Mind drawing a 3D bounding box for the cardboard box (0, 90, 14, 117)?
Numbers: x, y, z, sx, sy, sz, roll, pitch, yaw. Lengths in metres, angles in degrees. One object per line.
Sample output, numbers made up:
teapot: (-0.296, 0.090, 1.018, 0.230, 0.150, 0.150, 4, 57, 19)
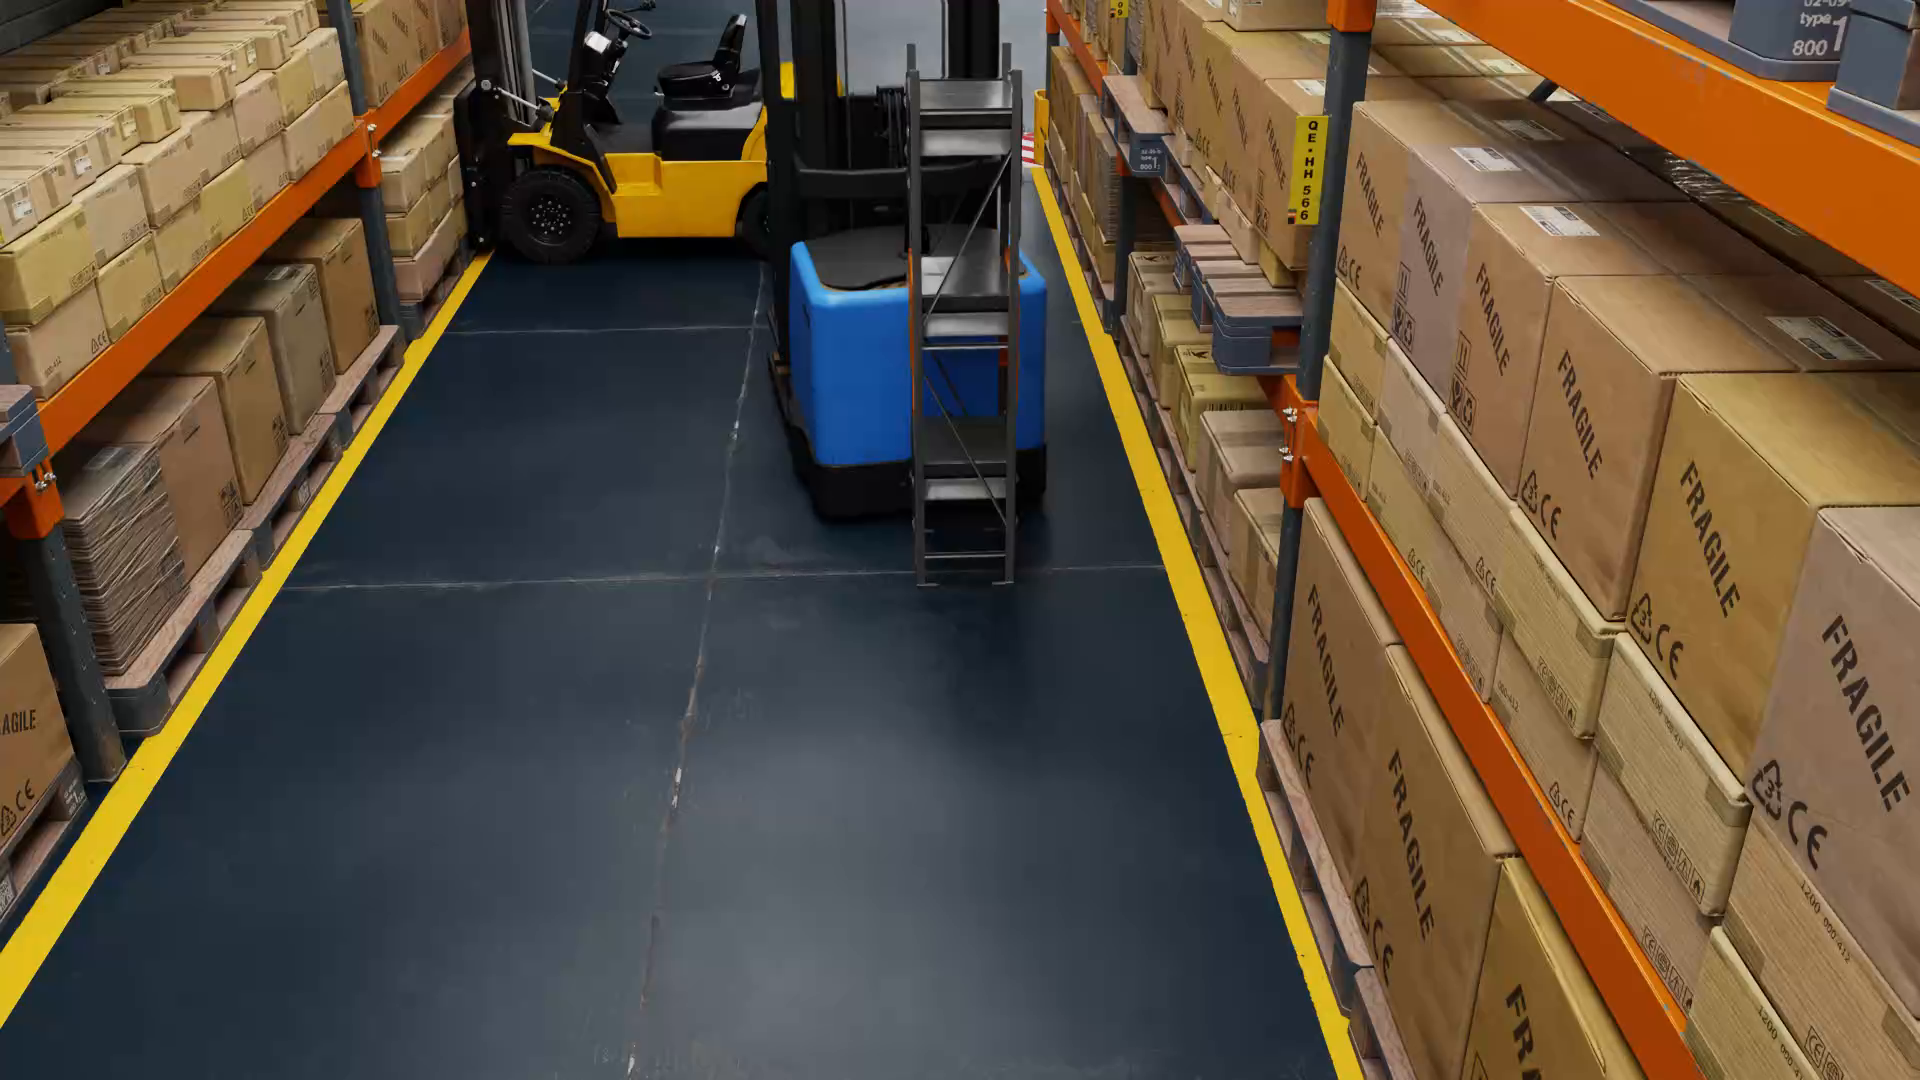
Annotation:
cardboard box: (-3.791, -1.578, 6.222, 0.380, 0.149, 0.250, -2, 28, -3)

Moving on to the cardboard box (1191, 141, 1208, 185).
cardboard box: (1.166, -1.570, 6.833, 0.380, 0.149, 0.250, -2, 28, -4)

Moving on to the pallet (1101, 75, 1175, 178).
pallet: (1.263, -2.041, 8.127, 1.003, 0.211, 1.213, -1, 28, -3)

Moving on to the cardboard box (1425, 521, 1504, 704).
cardboard box: (1.418, 0.142, 3.896, 0.500, 0.250, 0.500, 0, 28, -1)

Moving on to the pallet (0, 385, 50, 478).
pallet: (-3.274, -0.117, 4.439, 1.213, 0.211, 1.003, -1, 28, -3)

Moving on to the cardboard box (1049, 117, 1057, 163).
cardboard box: (0.926, -2.918, 12.120, 0.500, 0.250, 0.500, -2, 28, -3)

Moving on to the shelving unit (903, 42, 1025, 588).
shelving unit: (0.009, -0.855, 6.618, 0.431, 2.100, 0.503, -1, 28, -3)

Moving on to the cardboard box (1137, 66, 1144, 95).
cardboard box: (1.082, -2.295, 8.223, 0.380, 0.149, 0.250, -1, 28, -2)

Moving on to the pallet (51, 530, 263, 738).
pallet: (-3.383, 0.341, 6.367, 1.003, 0.211, 1.213, -1, 28, -3)

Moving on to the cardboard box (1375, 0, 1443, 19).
cardboard box: (1.698, -1.928, 6.819, 0.500, 0.500, 0.500, -2, 28, -5)

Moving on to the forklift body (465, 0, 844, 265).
forklift body: (-1.876, -3.000, 10.677, 2.313, 2.155, 1.214, -1, 28, -3)

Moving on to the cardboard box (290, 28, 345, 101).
cardboard box: (-3.307, -2.296, 8.029, 0.500, 0.250, 0.500, -2, 28, -4)

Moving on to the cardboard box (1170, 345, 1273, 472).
cardboard box: (1.478, -0.609, 7.561, 0.950, 0.372, 0.625, 0, 28, -1)

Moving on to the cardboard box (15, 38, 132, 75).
cardboard box: (-3.788, -2.052, 7.131, 0.380, 0.149, 0.250, -1, 28, -3)

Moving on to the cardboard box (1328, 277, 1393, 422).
cardboard box: (1.357, -0.551, 4.684, 0.500, 0.250, 0.500, -2, 28, -3)

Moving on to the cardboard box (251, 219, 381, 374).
cardboard box: (-3.549, -1.254, 8.524, 0.875, 0.625, 0.625, 0, 28, 0)

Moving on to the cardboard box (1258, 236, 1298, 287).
cardboard box: (1.239, -0.978, 5.699, 0.380, 0.149, 0.250, -1, 28, -2)

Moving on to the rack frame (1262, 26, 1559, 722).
rack frame: (1.578, -0.635, 5.225, 1.000, 3.000, 0.127, -1, 28, -3)

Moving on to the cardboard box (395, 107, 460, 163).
cardboard box: (-3.354, -2.468, 10.177, 0.500, 0.250, 0.500, 0, 28, -1)

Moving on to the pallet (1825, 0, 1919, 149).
pallet: (1.689, -0.455, 1.843, 0.805, 0.209, 1.217, -2, 28, -5)

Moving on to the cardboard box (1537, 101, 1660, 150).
cardboard box: (1.866, -0.891, 4.525, 0.500, 0.500, 0.500, -2, 28, -4)

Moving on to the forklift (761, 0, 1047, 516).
forklift: (-0.410, -2.066, 8.042, 1.130, 2.935, 3.031, -5, 28, -10)

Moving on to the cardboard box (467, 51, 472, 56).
cardboard box: (-3.461, -3.414, 11.989, 0.500, 0.250, 0.500, 0, 28, -1)

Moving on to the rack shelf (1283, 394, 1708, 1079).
rack shelf: (1.682, 0.607, 3.620, 1.077, 0.370, 4.000, -1, 28, -3)

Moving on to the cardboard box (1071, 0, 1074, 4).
cardboard box: (0.966, -3.806, 10.874, 0.500, 0.500, 0.500, -2, 28, -4)

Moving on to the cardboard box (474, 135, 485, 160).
cardboard box: (-3.373, -2.479, 10.738, 0.500, 0.250, 0.500, -1, 28, -3)

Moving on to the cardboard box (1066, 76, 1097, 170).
cardboard box: (0.977, -2.766, 11.018, 0.500, 0.500, 0.500, -1, 28, -2)

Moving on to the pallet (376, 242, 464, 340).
pallet: (-3.588, -1.493, 9.884, 1.003, 0.211, 1.213, -1, 28, -3)

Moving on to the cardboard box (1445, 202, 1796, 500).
cardboard box: (1.406, -0.421, 3.625, 0.500, 0.500, 0.500, -1, 28, -1)

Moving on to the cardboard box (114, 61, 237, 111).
cardboard box: (-3.161, -1.831, 6.707, 0.380, 0.149, 0.250, -2, 28, -4)

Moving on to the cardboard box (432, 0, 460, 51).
cardboard box: (-3.427, -3.323, 10.270, 0.500, 0.500, 0.500, -1, 28, -2)

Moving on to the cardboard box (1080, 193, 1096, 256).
cardboard box: (1.032, -1.962, 10.287, 0.500, 0.250, 0.500, -2, 28, -4)

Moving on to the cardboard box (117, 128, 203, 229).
cardboard box: (-3.193, -1.353, 6.222, 0.500, 0.250, 0.500, -2, 28, -4)

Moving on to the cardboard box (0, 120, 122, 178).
cardboard box: (-3.182, -1.362, 5.808, 0.380, 0.149, 0.250, -1, 28, -2)

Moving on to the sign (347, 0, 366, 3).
sign: (-3.047, -2.857, 8.318, 0.100, 0.325, 0.005, -1, 28, -3)

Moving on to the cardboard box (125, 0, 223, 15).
cardboard box: (-3.784, -2.526, 8.039, 0.380, 0.149, 0.250, -2, 28, -4)

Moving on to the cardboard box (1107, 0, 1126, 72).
cardboard box: (1.097, -2.858, 9.056, 0.500, 0.500, 0.500, -2, 28, -4)

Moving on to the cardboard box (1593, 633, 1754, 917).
cardboard box: (1.454, 0.389, 2.882, 0.500, 0.250, 0.500, -1, 28, -1)

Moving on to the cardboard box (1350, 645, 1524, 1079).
cardboard box: (1.573, 0.853, 4.213, 0.875, 0.875, 0.875, -1, 28, -2)

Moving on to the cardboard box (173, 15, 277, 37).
cardboard box: (-3.357, -2.308, 7.621, 0.380, 0.149, 0.250, -1, 28, -3)

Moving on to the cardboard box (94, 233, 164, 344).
cardboard box: (-3.179, -0.891, 5.876, 0.500, 0.250, 0.500, -2, 28, -4)

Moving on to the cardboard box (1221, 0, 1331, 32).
cardboard box: (1.211, -2.034, 6.321, 0.380, 0.149, 0.250, -3, 28, -5)

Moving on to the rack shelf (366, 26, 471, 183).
rack shelf: (-3.692, -2.966, 10.471, 1.077, 0.370, 4.000, -1, 28, -3)

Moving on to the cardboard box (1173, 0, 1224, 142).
cardboard box: (1.183, -1.925, 6.813, 0.500, 0.500, 0.500, -2, 28, -5)

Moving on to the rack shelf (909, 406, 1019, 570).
rack shelf: (0.009, -0.222, 6.948, 0.431, 0.518, 0.480, -1, 28, -3)

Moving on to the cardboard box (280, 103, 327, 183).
cardboard box: (-3.269, -1.836, 7.689, 0.500, 0.250, 0.500, -2, 28, -3)

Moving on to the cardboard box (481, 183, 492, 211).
cardboard box: (-3.374, -2.266, 10.869, 0.500, 0.250, 0.500, -1, 28, -1)

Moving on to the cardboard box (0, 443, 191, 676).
cardboard box: (-3.398, 0.065, 5.996, 0.875, 0.625, 0.625, -1, 28, -1)
